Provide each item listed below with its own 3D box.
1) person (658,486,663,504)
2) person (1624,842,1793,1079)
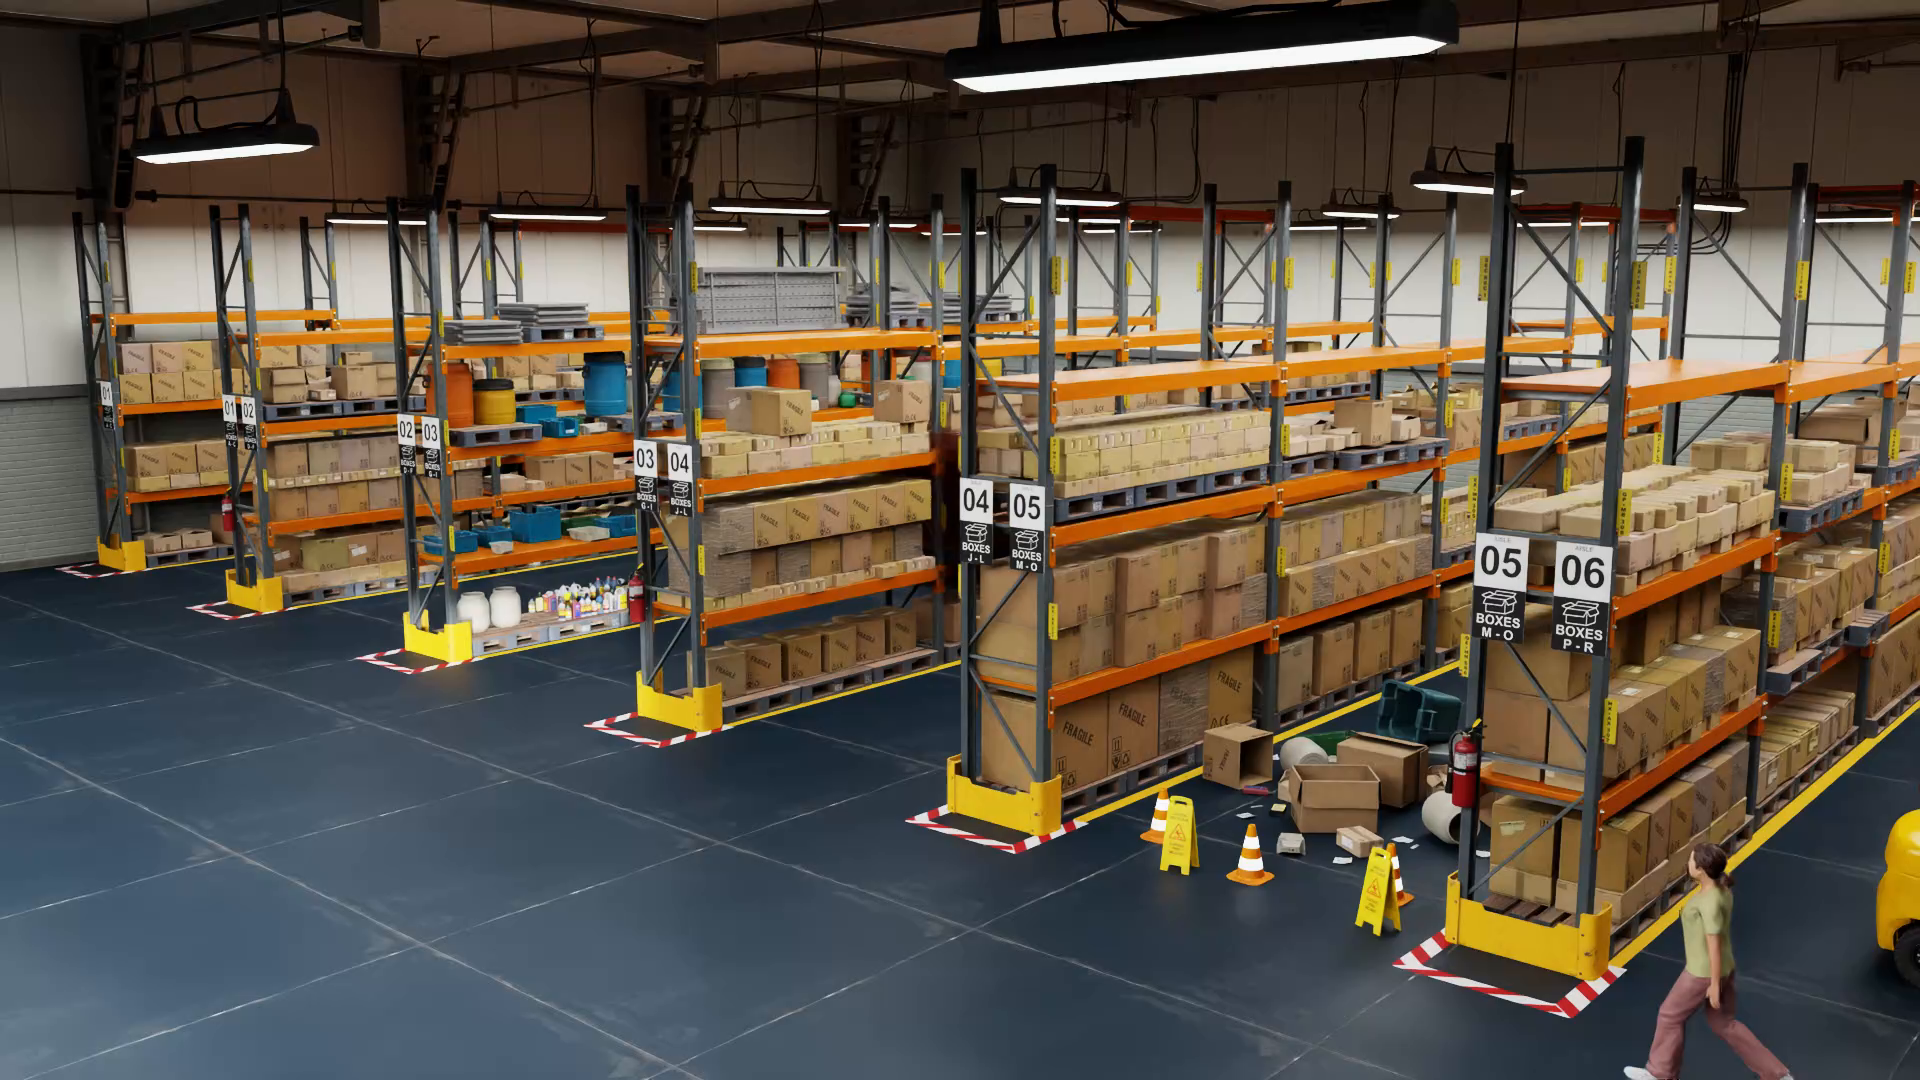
[{"bbox_3d":[-6.166,-1.090,32.697,0.594,1.699,0.656,9,13,43],"label":"person"},{"bbox_3d":[4.680,2.672,10.280,0.967,1.633,0.466,6,11,34],"label":"person"}]
